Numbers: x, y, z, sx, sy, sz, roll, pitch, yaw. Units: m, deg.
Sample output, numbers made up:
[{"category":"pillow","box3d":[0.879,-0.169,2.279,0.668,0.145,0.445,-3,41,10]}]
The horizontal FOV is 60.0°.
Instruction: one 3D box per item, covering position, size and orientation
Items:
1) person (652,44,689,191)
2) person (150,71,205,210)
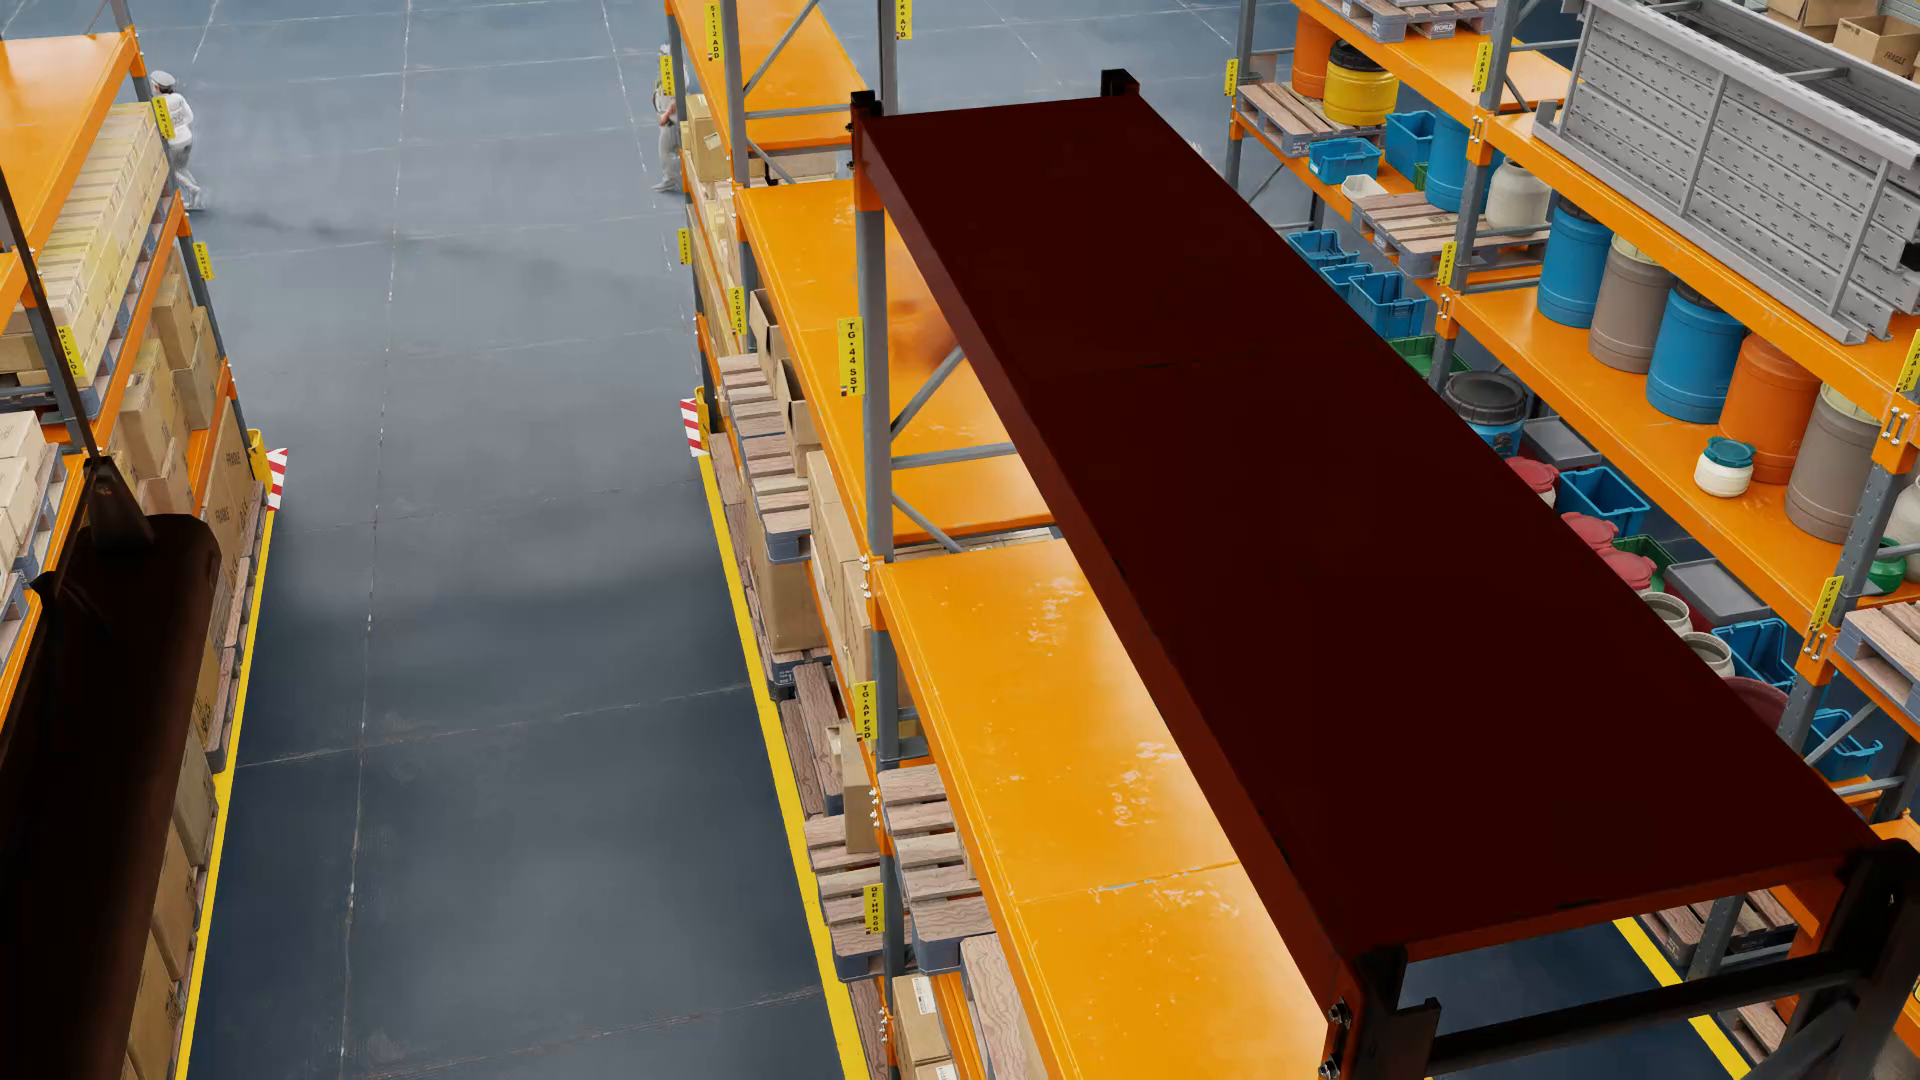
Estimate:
[{"category":"person","box3d":[-3.360,-5.019,19.865,0.839,1.794,0.687,6,35,8]},{"category":"person","box3d":[-9.187,-4.656,19.425,0.519,1.651,0.592,11,36,16]}]
